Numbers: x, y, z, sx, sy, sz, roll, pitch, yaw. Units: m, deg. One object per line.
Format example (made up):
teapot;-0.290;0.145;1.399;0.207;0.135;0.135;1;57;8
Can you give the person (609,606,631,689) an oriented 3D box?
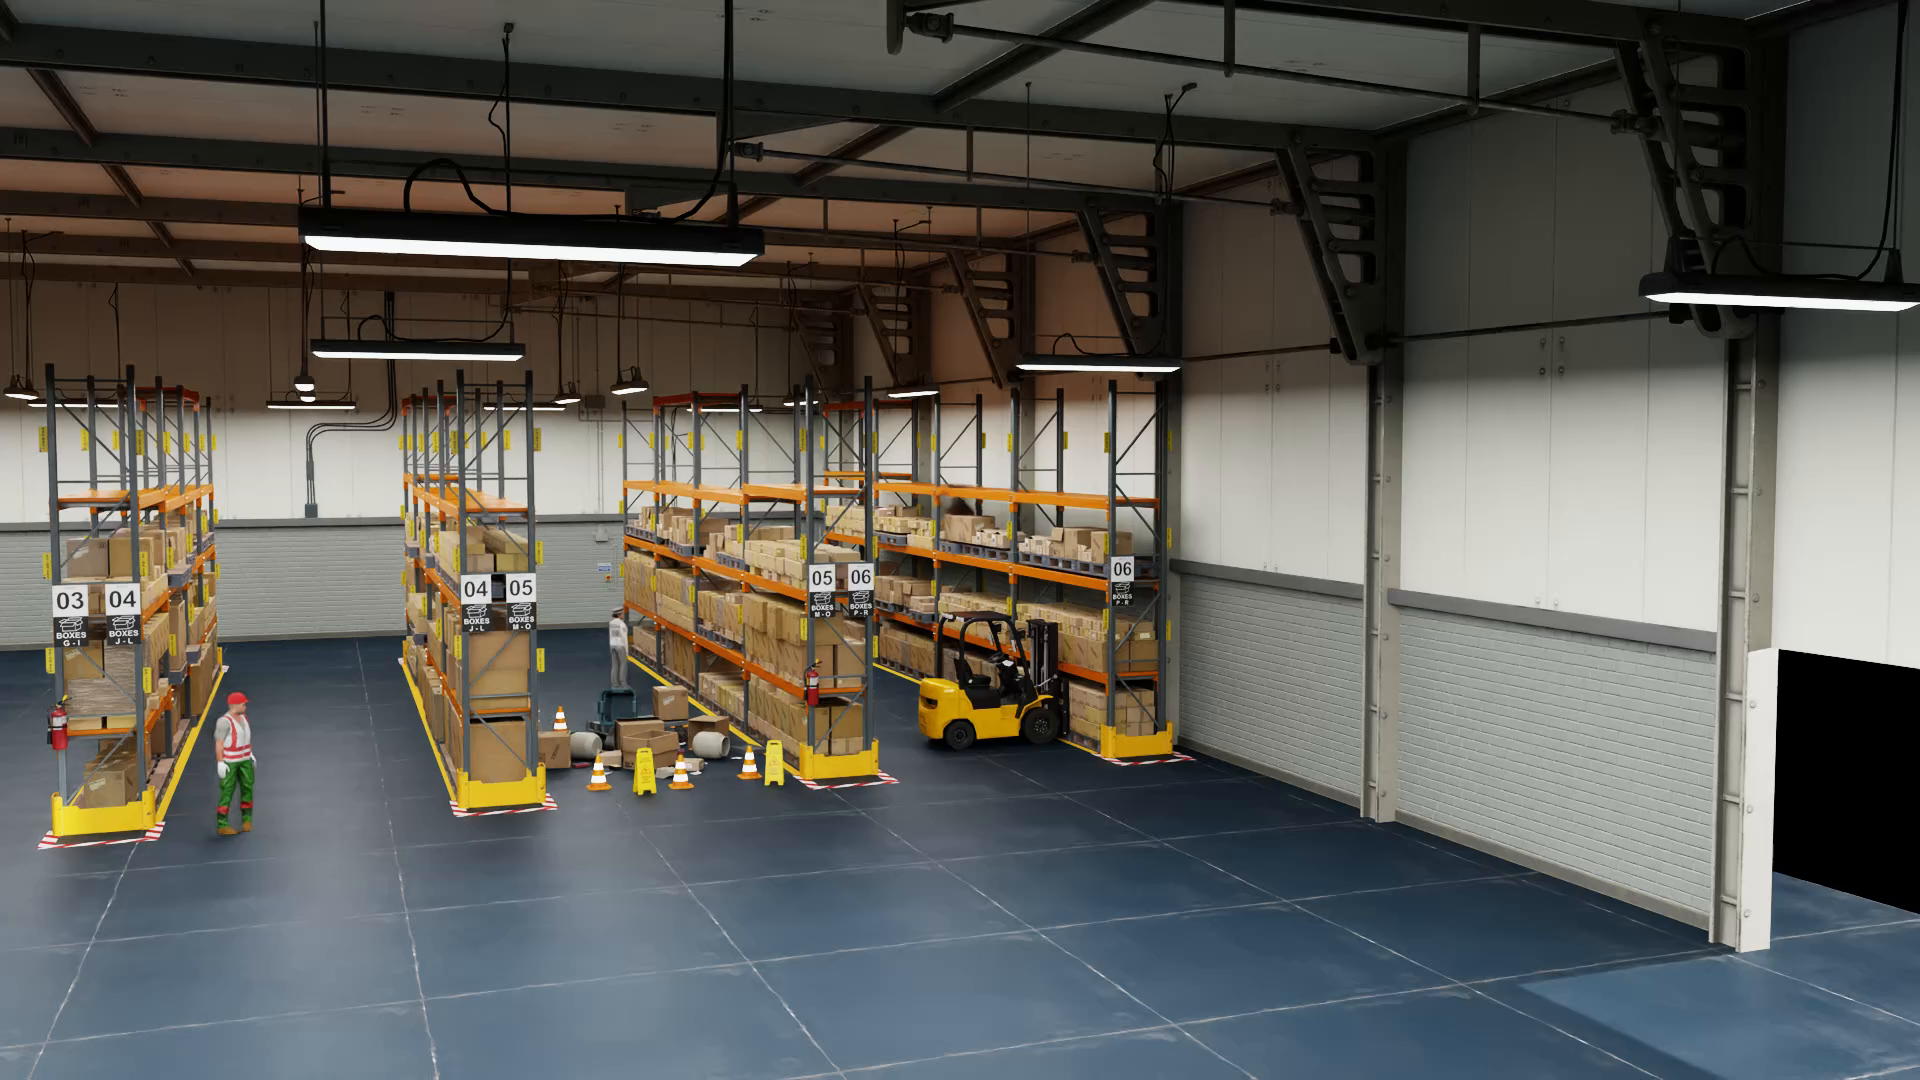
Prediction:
person;-6.877;2.185;33.664;0.536;1.684;0.375;2;4;36

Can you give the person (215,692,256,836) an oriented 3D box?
person;-9.315;2.854;21.372;0.372;1.798;0.602;1;4;22
